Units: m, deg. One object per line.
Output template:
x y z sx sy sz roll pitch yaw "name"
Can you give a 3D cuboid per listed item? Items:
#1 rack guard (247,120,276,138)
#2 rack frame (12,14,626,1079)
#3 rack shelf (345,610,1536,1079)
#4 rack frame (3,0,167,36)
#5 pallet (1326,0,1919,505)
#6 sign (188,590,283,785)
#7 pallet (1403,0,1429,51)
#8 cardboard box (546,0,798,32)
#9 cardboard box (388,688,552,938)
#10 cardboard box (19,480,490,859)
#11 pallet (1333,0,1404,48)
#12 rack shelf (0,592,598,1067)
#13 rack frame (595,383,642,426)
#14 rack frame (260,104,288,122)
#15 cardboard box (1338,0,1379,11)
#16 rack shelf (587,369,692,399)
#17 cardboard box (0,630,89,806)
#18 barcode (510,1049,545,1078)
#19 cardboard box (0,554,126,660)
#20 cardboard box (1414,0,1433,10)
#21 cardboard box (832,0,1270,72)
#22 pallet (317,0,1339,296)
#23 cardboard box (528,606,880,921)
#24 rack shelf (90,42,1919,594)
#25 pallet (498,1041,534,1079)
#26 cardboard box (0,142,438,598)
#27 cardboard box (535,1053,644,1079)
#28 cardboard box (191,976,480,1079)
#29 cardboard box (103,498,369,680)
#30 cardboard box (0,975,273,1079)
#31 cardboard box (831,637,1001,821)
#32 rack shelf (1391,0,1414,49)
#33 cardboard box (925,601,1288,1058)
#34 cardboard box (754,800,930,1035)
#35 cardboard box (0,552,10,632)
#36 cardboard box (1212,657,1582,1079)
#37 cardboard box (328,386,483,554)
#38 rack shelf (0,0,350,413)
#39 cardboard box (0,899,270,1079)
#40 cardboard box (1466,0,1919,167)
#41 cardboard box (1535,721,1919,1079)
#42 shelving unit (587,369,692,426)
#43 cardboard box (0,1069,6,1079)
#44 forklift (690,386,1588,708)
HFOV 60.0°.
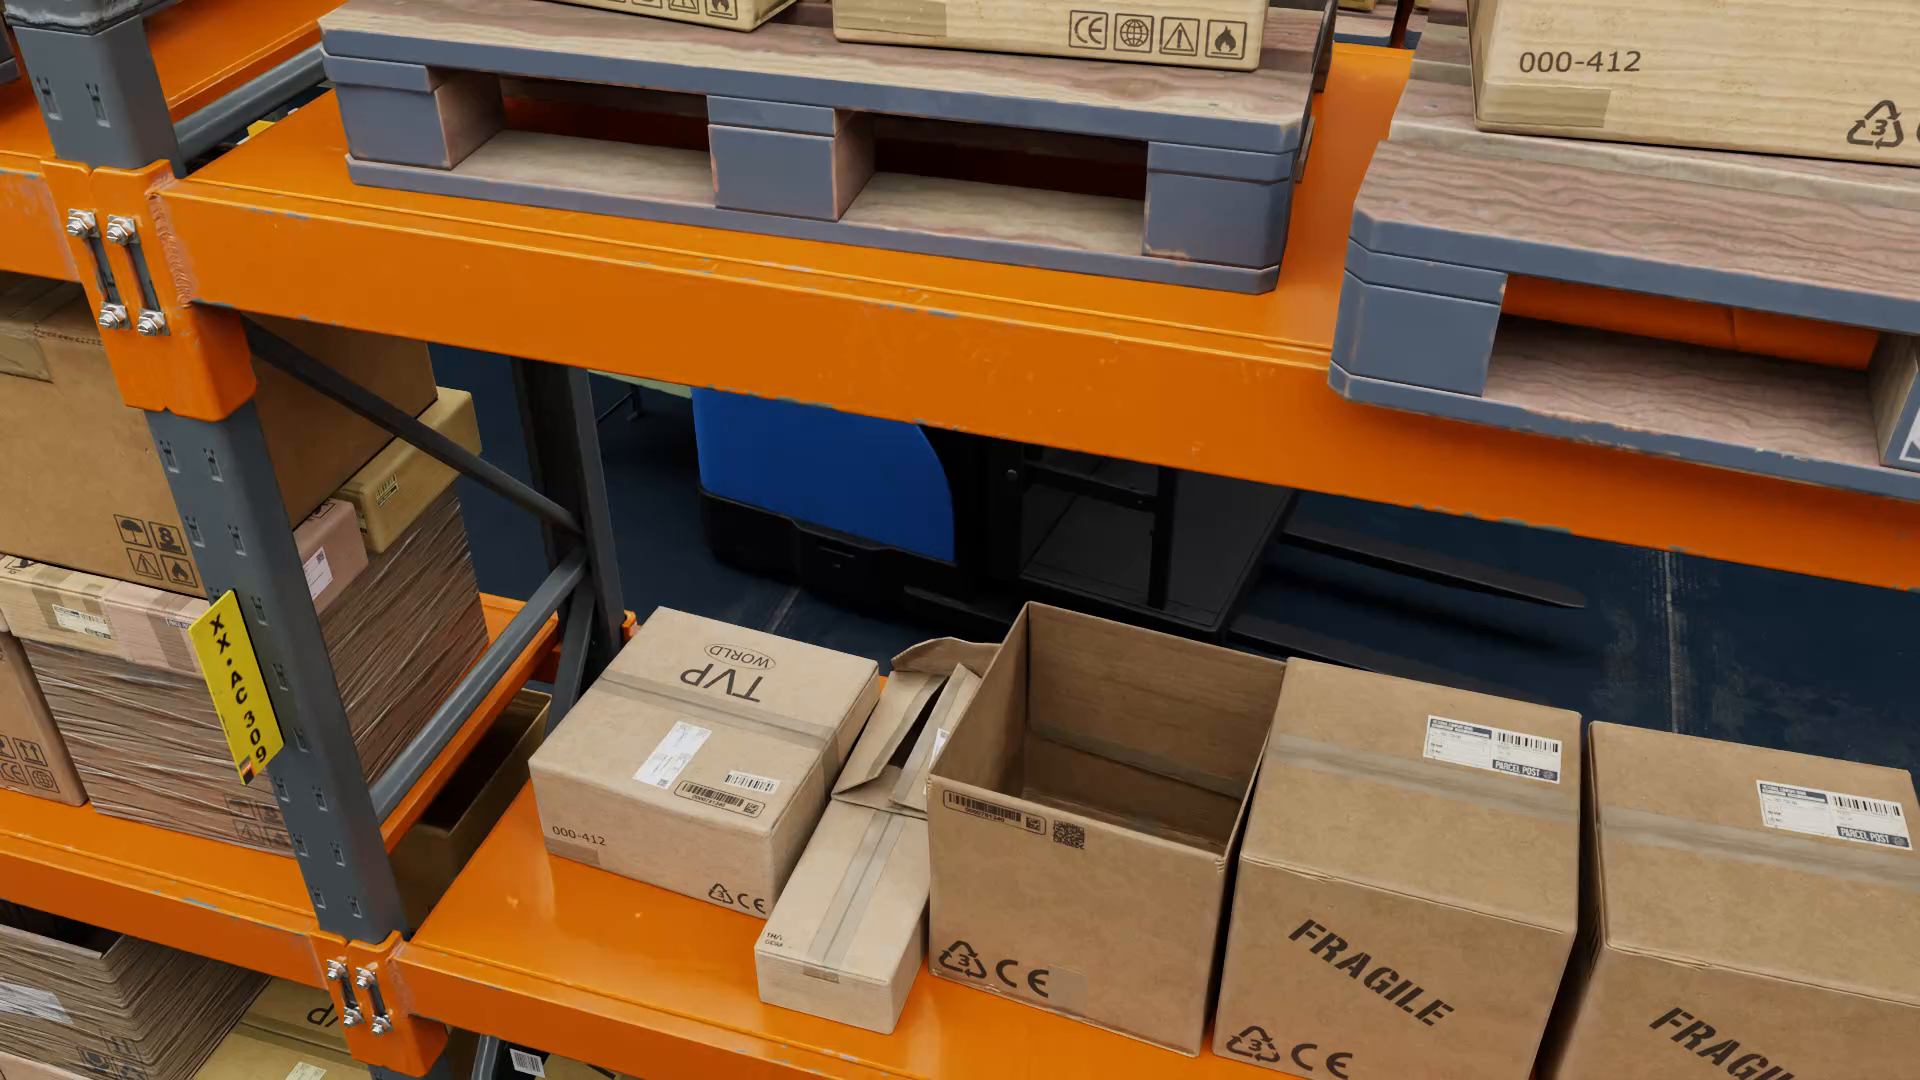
-3.238 -2.189 8.803 0.348 0.500 1.175 10 38 14 "rack guard"
-0.966 0.301 3.311 0.127 3.000 1.000 10 38 14 "rack frame"
0.943 0.944 3.043 4.000 0.370 1.077 10 38 14 "rack shelf"
-0.966 -2.115 1.532 0.127 3.000 1.000 10 38 14 "rack frame"
1.109 -0.389 1.877 1.213 0.211 1.003 12 38 16 "pallet"
-1.130 0.235 2.603 0.005 0.325 0.100 10 38 14 "sign"
2.424 -2.045 6.660 1.213 0.211 1.003 10 38 14 "pallet"
-0.381 -0.901 2.186 0.500 0.250 0.500 14 39 19 "cardboard box"
-1.315 0.678 4.131 0.500 0.500 0.500 10 38 14 "cardboard box"
-1.391 0.186 3.383 0.500 0.500 0.700 10 37 13 "cardboard box"
1.194 -2.208 6.881 1.213 0.211 1.003 10 38 14 "pallet"
-2.875 0.237 4.004 4.000 0.370 1.077 10 38 14 "rack shelf"
-1.429 -1.041 6.399 0.023 1.500 0.400 16 39 20 "rack frame"
-3.311 -3.209 8.080 0.127 3.000 1.000 10 38 14 "rack frame"
1.514 -2.508 6.671 0.500 0.500 0.700 14 39 19 "cardboard box"
-1.099 -0.685 6.466 0.720 0.370 0.431 16 39 20 "rack shelf"
-1.897 0.096 3.504 0.500 0.500 0.700 10 38 13 "cardboard box"
-0.847 1.025 3.255 0.075 0.075 0.001 10 38 14 "barcode"
-1.525 0.028 3.050 0.250 0.149 0.380 10 37 13 "cardboard box"
2.152 -2.409 6.537 0.500 0.500 0.700 16 39 20 "cardboard box"
0.144 -0.806 2.056 0.500 0.250 0.500 7 37 9 "cardboard box"
-0.120 -0.681 2.276 1.217 0.209 0.805 9 37 12 "pallet"
-0.483 0.424 3.270 0.500 0.250 0.500 13 38 17 "cardboard box"
0.943 -0.264 2.154 4.000 0.370 1.077 10 38 14 "rack shelf"
-1.713 1.260 4.360 1.213 0.211 1.003 10 38 14 "pallet"
-1.391 -0.337 2.998 0.500 0.500 0.700 11 38 14 "cardboard box"
-0.646 1.227 3.544 0.500 0.311 0.500 11 38 14 "cardboard box"
-1.474 1.281 3.944 0.500 0.250 0.500 10 38 14 "cardboard box"
-1.289 0.073 2.989 0.250 0.149 0.380 10 38 14 "cardboard box"
-1.948 1.187 4.072 0.500 0.250 0.500 10 38 14 "cardboard box"
-0.072 0.407 3.280 0.258 0.266 0.396 10 37 13 "cardboard box"
2.417 -1.859 6.852 4.000 0.370 1.077 10 38 14 "rack shelf"
0.265 0.499 2.957 0.500 0.500 0.500 13 38 17 "cardboard box"
-0.181 0.674 3.015 0.250 0.149 0.380 10 38 14 "cardboard box"
-1.776 -0.017 3.111 0.250 0.149 0.380 9 37 13 "cardboard box"
0.743 0.587 2.837 0.500 0.500 0.500 11 38 14 "cardboard box"
-1.165 -0.158 3.302 0.250 0.149 0.380 10 38 14 "cardboard box"
-2.875 -0.971 3.115 4.000 0.370 1.077 10 38 14 "rack shelf"
-1.948 0.884 3.851 0.500 0.500 0.500 10 38 14 "cardboard box"
0.841 -0.643 1.835 0.500 0.250 0.500 7 37 10 "cardboard box"
1.246 0.680 2.711 0.500 0.500 0.500 9 37 11 "cardboard box"
-1.099 -0.948 6.273 0.755 1.500 0.431 16 39 20 "shelving unit"
-2.430 1.107 4.181 0.500 0.250 0.500 10 38 14 "cardboard box"
0.606 -1.010 5.150 3.031 2.935 1.130 16 39 20 "forklift"
